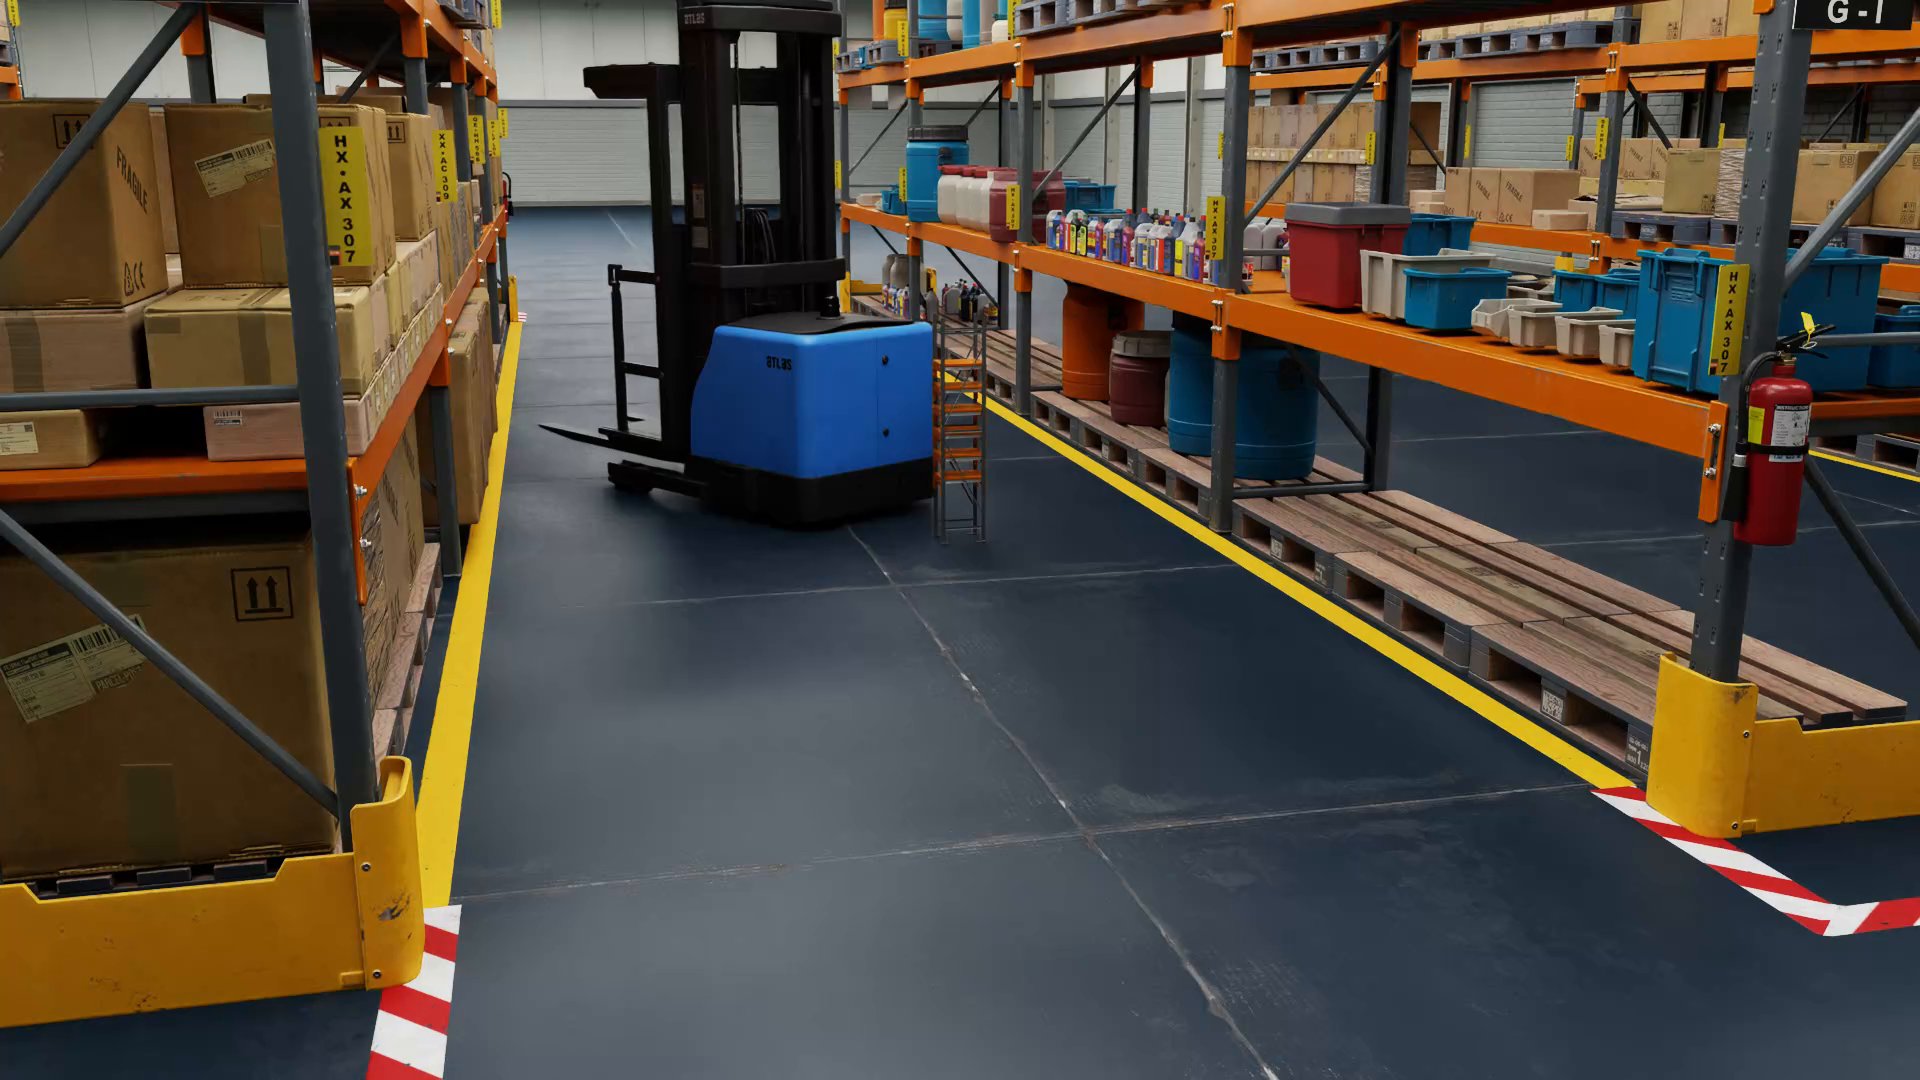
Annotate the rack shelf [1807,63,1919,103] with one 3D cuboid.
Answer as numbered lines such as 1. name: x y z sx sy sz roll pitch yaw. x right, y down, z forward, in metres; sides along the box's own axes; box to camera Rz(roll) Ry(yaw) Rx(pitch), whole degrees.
1. rack shelf: 10.091 -4.573 16.520 1.077 0.370 4.000 -3 14 -13

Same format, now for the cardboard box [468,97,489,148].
1. cardboard box: -4.681 -3.895 15.606 0.500 0.500 0.500 -3 14 -13

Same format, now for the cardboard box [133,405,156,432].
1. cardboard box: -2.529 -0.390 4.732 0.380 0.149 0.250 -3 14 -13

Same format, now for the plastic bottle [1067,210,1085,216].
1. plastic bottle: 0.866 -2.282 12.209 0.152 0.276 0.135 -3 14 -13

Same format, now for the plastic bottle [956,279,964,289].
1. plastic bottle: 0.018 -2.695 18.293 0.144 0.351 0.185 -3 14 -11

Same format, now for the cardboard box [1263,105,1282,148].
1. cardboard box: 4.106 -5.010 20.167 0.700 0.500 0.500 -4 14 -15

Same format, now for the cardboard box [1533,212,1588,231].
1. cardboard box: 5.267 -2.797 14.584 0.380 0.149 0.250 -3 14 -13

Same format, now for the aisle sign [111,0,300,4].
1. aisle sign: -1.696 -1.593 3.650 0.394 0.787 0.004 -3 14 -13

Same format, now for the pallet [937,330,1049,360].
1. pallet: 0.214 -1.841 16.017 1.003 0.211 1.213 -3 14 -13

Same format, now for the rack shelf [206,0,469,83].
1. rack shelf: -3.414 -2.822 9.353 1.077 0.370 4.000 -3 14 -13

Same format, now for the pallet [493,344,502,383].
1. pallet: -4.639 -1.564 14.885 1.003 0.211 1.213 -3 14 -13

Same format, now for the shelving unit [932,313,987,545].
1. shelving unit: -0.003 -0.586 8.798 0.258 1.200 0.189 -3 14 -13

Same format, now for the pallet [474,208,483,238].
1. pallet: -4.388 -2.537 13.394 1.003 0.211 1.213 -3 14 -13

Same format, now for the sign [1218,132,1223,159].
1. sign: 3.327 -5.002 21.089 0.100 0.325 0.005 -3 14 -13

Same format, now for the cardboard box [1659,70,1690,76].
1. cardboard box: 8.881 -5.906 20.207 0.500 0.500 0.500 -2 14 -10

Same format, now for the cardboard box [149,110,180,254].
1. cardboard box: -2.845 -1.330 6.161 0.500 0.500 0.500 -4 14 -15

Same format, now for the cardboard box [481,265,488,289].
1. cardboard box: -5.458 -2.730 18.163 0.500 0.500 0.500 0 14 2

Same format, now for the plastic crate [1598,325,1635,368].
1. plastic crate: 2.442 -0.685 5.841 0.396 0.136 0.243 -3 14 -13

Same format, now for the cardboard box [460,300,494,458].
1. cardboard box: -3.540 -0.981 10.214 1.225 0.875 0.875 -3 14 -13

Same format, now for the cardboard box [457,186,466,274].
1. cardboard box: -3.290 -1.889 10.129 0.500 0.500 0.500 -4 14 -15

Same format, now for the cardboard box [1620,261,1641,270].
1. cardboard box: 8.891 -3.461 21.511 0.500 0.311 0.500 -2 14 -9

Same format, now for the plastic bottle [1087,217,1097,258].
1. plastic bottle: 0.913 -2.052 11.278 0.097 0.271 0.097 0 14 0

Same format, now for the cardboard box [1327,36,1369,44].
1. cardboard box: 4.258 -5.520 18.229 0.380 0.149 0.250 -3 14 -13

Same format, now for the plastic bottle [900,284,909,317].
1. plastic bottle: -0.561 -2.553 17.709 0.144 0.351 0.185 -3 14 -14

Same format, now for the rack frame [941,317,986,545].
1. rack frame: 0.018 -0.565 8.712 0.240 1.200 0.006 -3 14 -13

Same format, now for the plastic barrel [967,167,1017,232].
1. plastic barrel: 0.277 -2.938 14.348 0.433 0.535 0.433 0 14 0

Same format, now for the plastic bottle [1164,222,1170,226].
1. plastic bottle: 1.504 -2.205 12.050 0.097 0.201 0.097 0 14 0

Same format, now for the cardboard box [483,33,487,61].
1. cardboard box: -4.809 -4.723 15.932 0.500 0.250 0.500 -3 14 -14

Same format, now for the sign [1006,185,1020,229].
1. sign: 0.398 -2.499 12.490 0.100 0.325 0.005 -3 14 -13

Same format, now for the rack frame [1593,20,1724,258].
1. rack frame: 5.747 -2.727 13.768 1.000 3.000 0.127 -3 14 -13

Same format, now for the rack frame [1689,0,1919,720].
1. rack frame: 2.810 -0.606 5.088 1.000 3.000 0.127 -3 14 -13

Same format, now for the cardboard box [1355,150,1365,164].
1. cardboard box: 4.479 -4.121 17.898 0.380 0.149 0.250 -4 14 -14

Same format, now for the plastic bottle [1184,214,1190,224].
1. plastic bottle: 1.596 -2.149 11.674 0.097 0.271 0.097 0 14 0

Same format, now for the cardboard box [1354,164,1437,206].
1. cardboard box: 4.697 -3.800 17.951 0.700 0.500 0.500 -4 14 -15

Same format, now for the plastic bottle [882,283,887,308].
1. plastic bottle: -0.825 -2.750 18.684 0.097 0.271 0.097 0 14 0

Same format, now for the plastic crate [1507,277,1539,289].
1. plastic crate: 2.394 -1.181 7.895 0.437 0.125 0.590 -3 14 -13

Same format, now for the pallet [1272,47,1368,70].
1. pallet: 4.299 -5.540 19.149 1.003 0.211 1.213 -3 14 -13

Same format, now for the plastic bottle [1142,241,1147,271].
1. plastic bottle: 1.174 -1.762 10.238 0.097 0.201 0.097 0 14 0

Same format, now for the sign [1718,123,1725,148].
1. sign: 6.272 -3.283 13.773 0.100 0.325 0.005 -3 14 -13

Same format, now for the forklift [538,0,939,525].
1. forklift: -1.522 -1.783 10.051 3.031 2.935 1.130 13 19 43

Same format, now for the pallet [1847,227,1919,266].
1. pallet: 6.605 -1.901 10.793 1.003 0.211 1.213 -3 14 -13

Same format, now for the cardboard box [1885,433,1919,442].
1. cardboard box: 6.292 -0.901 10.636 0.500 0.500 0.500 -3 14 -13

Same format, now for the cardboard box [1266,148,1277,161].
1. cardboard box: 3.930 -4.657 20.091 0.380 0.149 0.250 -4 14 -14

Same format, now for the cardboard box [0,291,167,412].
1. cardboard box: -2.376 -0.499 4.337 0.500 0.250 0.500 -4 14 -14

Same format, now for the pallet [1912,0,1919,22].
1. pallet: 6.601 -3.324 10.289 1.213 0.211 1.003 -3 14 -13

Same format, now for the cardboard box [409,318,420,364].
1. cardboard box: -2.193 -0.723 6.097 0.380 0.149 0.250 -3 14 -12

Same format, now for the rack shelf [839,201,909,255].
1. rack shelf: -0.478 -3.486 18.393 1.077 0.370 4.000 -3 14 -13

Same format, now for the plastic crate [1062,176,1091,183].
1. plastic crate: 0.849 -2.873 14.230 0.402 0.464 0.583 -3 14 -13

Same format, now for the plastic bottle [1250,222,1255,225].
1. plastic bottle: 1.860 -1.890 10.613 0.097 0.271 0.097 0 14 0

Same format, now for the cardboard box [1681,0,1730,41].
1. cardboard box: 6.002 -4.016 12.515 0.910 0.500 0.500 -3 14 -13

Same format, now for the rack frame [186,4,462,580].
1. rack frame: -2.944 -1.253 7.735 1.000 3.000 0.127 -3 14 -13
